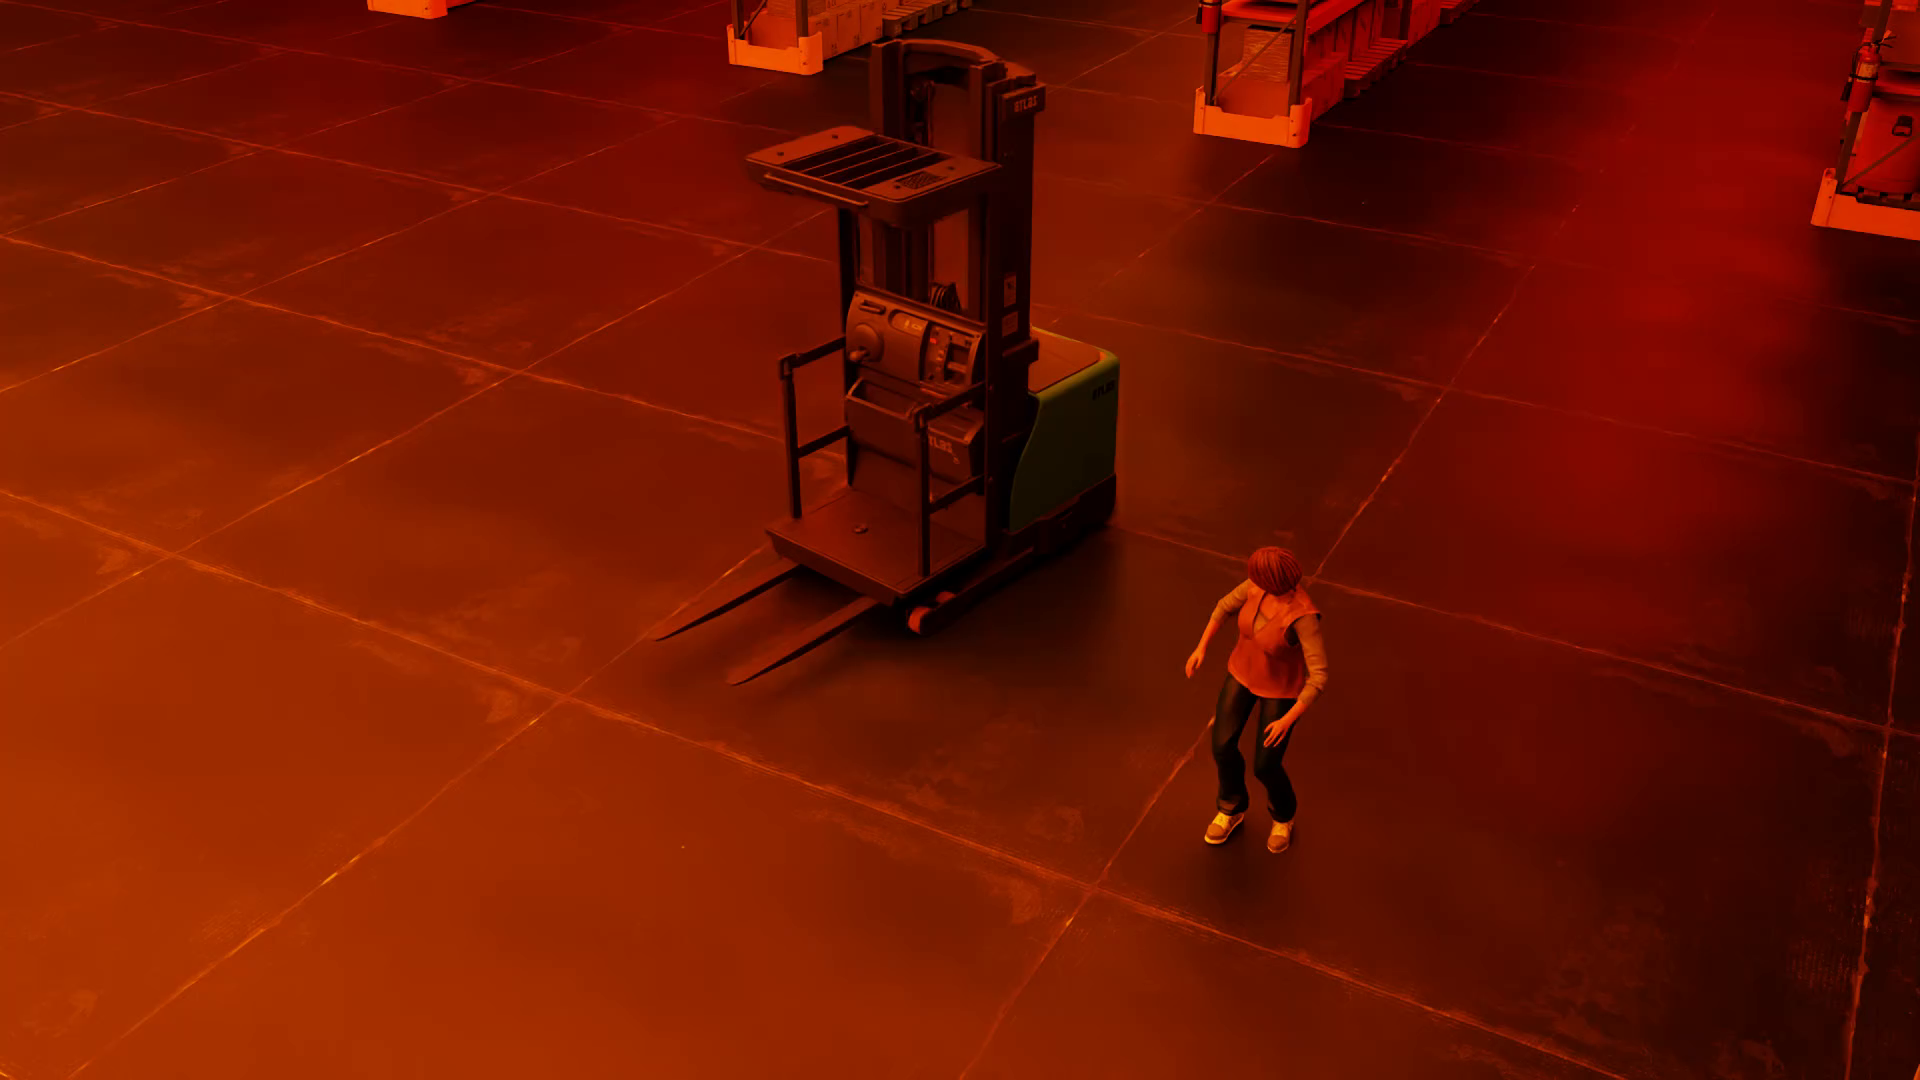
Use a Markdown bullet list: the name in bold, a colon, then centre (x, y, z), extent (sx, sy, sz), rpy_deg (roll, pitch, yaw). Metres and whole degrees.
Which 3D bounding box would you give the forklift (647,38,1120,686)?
- **forklift**: centre (-0.394, -1.031, 8.858), extent (1.130, 2.935, 3.031), rpy_deg (23, 37, 35)

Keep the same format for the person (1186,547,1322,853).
- **person**: centre (1.303, 0.704, 7.287), extent (0.632, 1.554, 0.570), rpy_deg (25, 39, 37)
